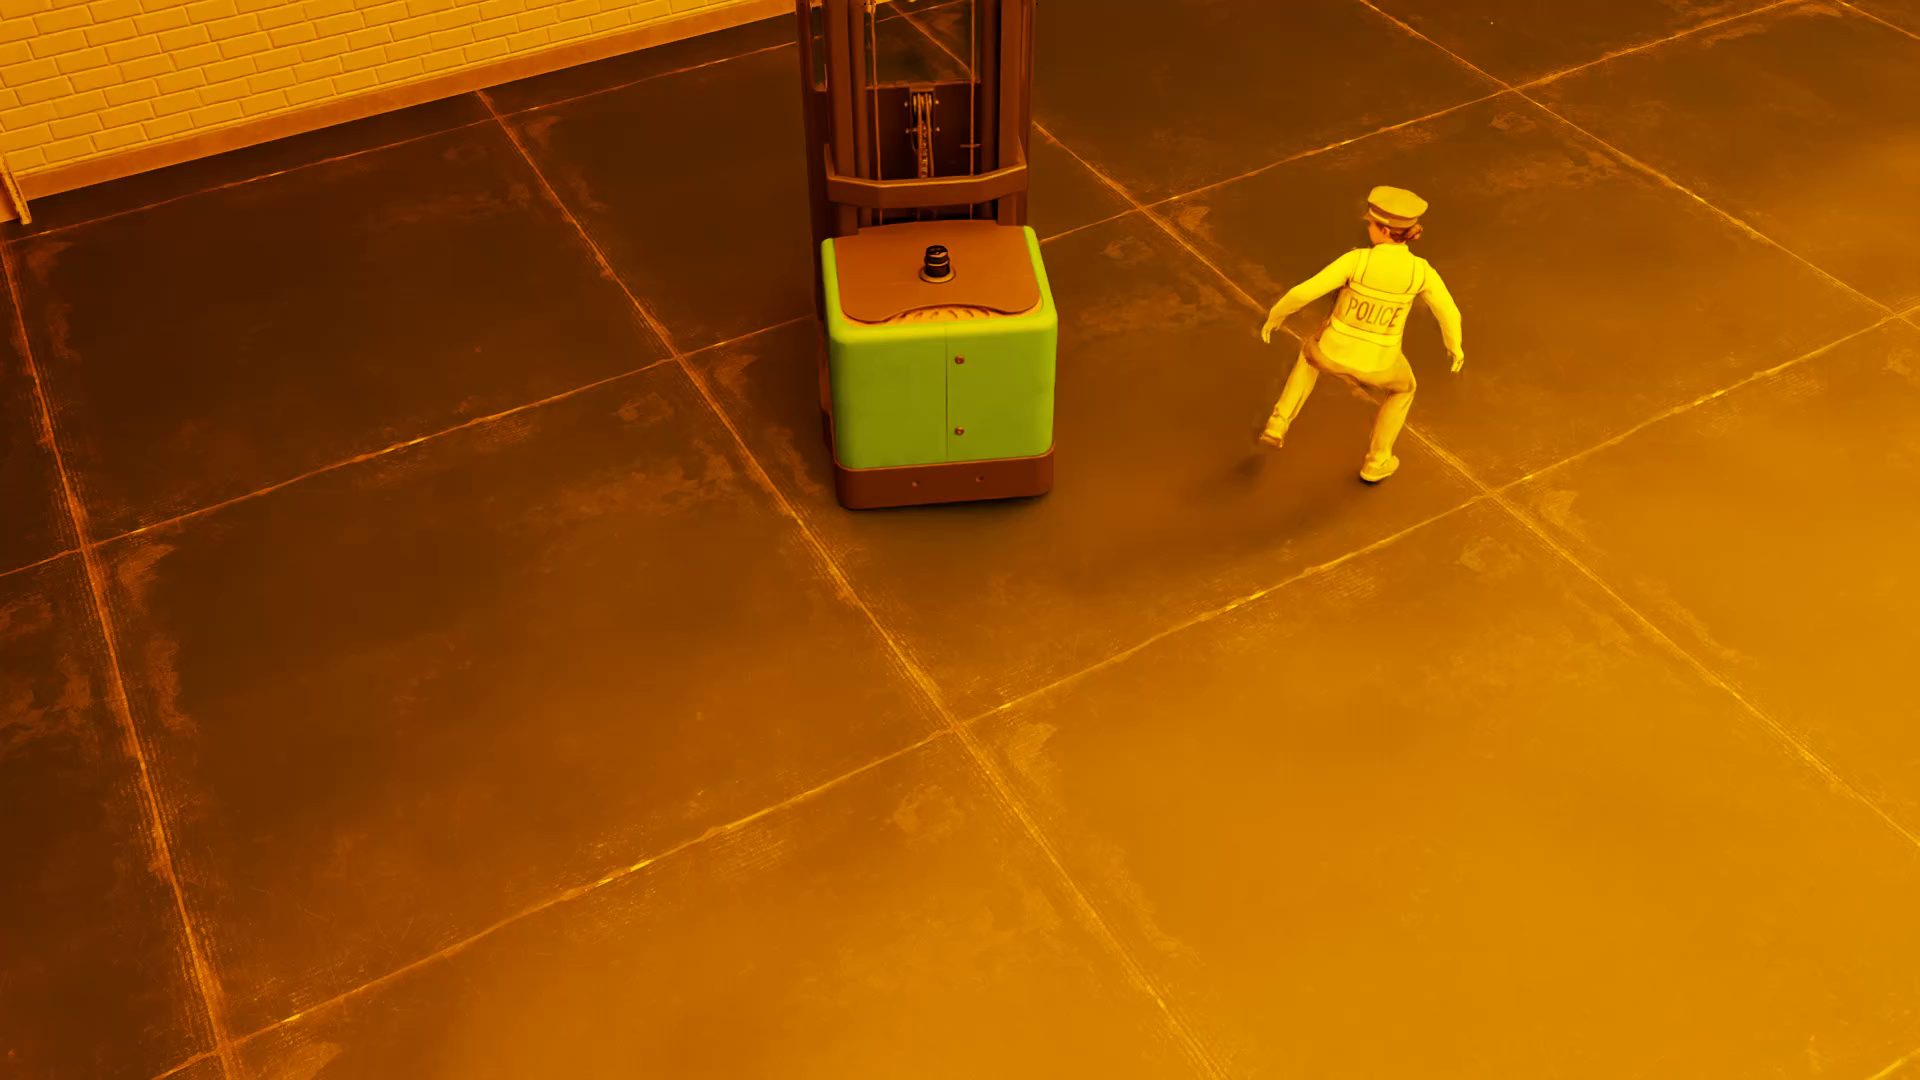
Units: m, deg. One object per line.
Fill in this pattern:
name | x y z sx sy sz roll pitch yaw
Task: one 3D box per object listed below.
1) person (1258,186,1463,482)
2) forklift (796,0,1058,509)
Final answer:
person | 1.881 -0.926 7.748 0.908 1.555 0.483 15 45 15
forklift | -0.231 -2.224 8.096 1.130 2.935 3.031 -4 43 -5
